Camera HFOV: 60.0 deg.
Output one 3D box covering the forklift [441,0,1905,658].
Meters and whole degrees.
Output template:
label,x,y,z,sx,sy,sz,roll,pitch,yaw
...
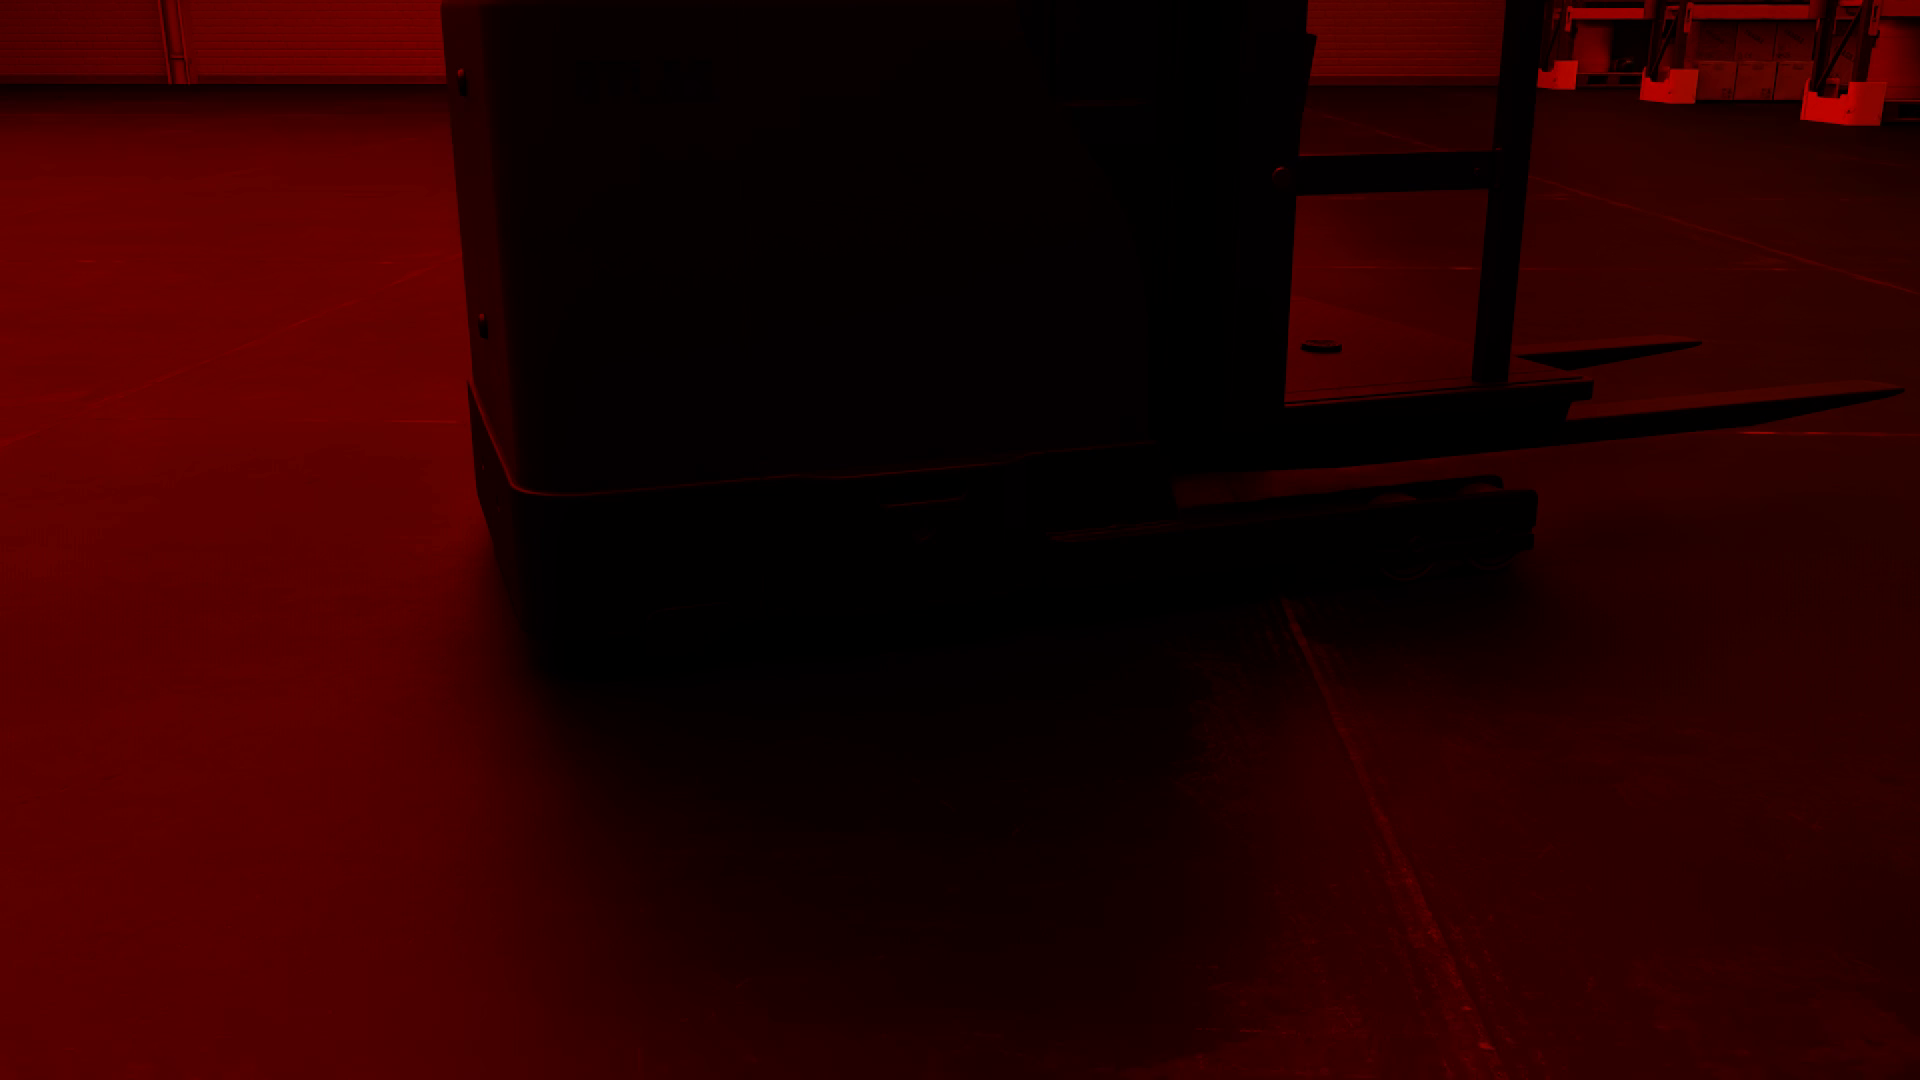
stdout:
label,x,y,z,sx,sy,sz,roll,pitch,yaw
forklift,0.571,-1.462,3.137,3.031,2.935,1.130,-6,18,-19
